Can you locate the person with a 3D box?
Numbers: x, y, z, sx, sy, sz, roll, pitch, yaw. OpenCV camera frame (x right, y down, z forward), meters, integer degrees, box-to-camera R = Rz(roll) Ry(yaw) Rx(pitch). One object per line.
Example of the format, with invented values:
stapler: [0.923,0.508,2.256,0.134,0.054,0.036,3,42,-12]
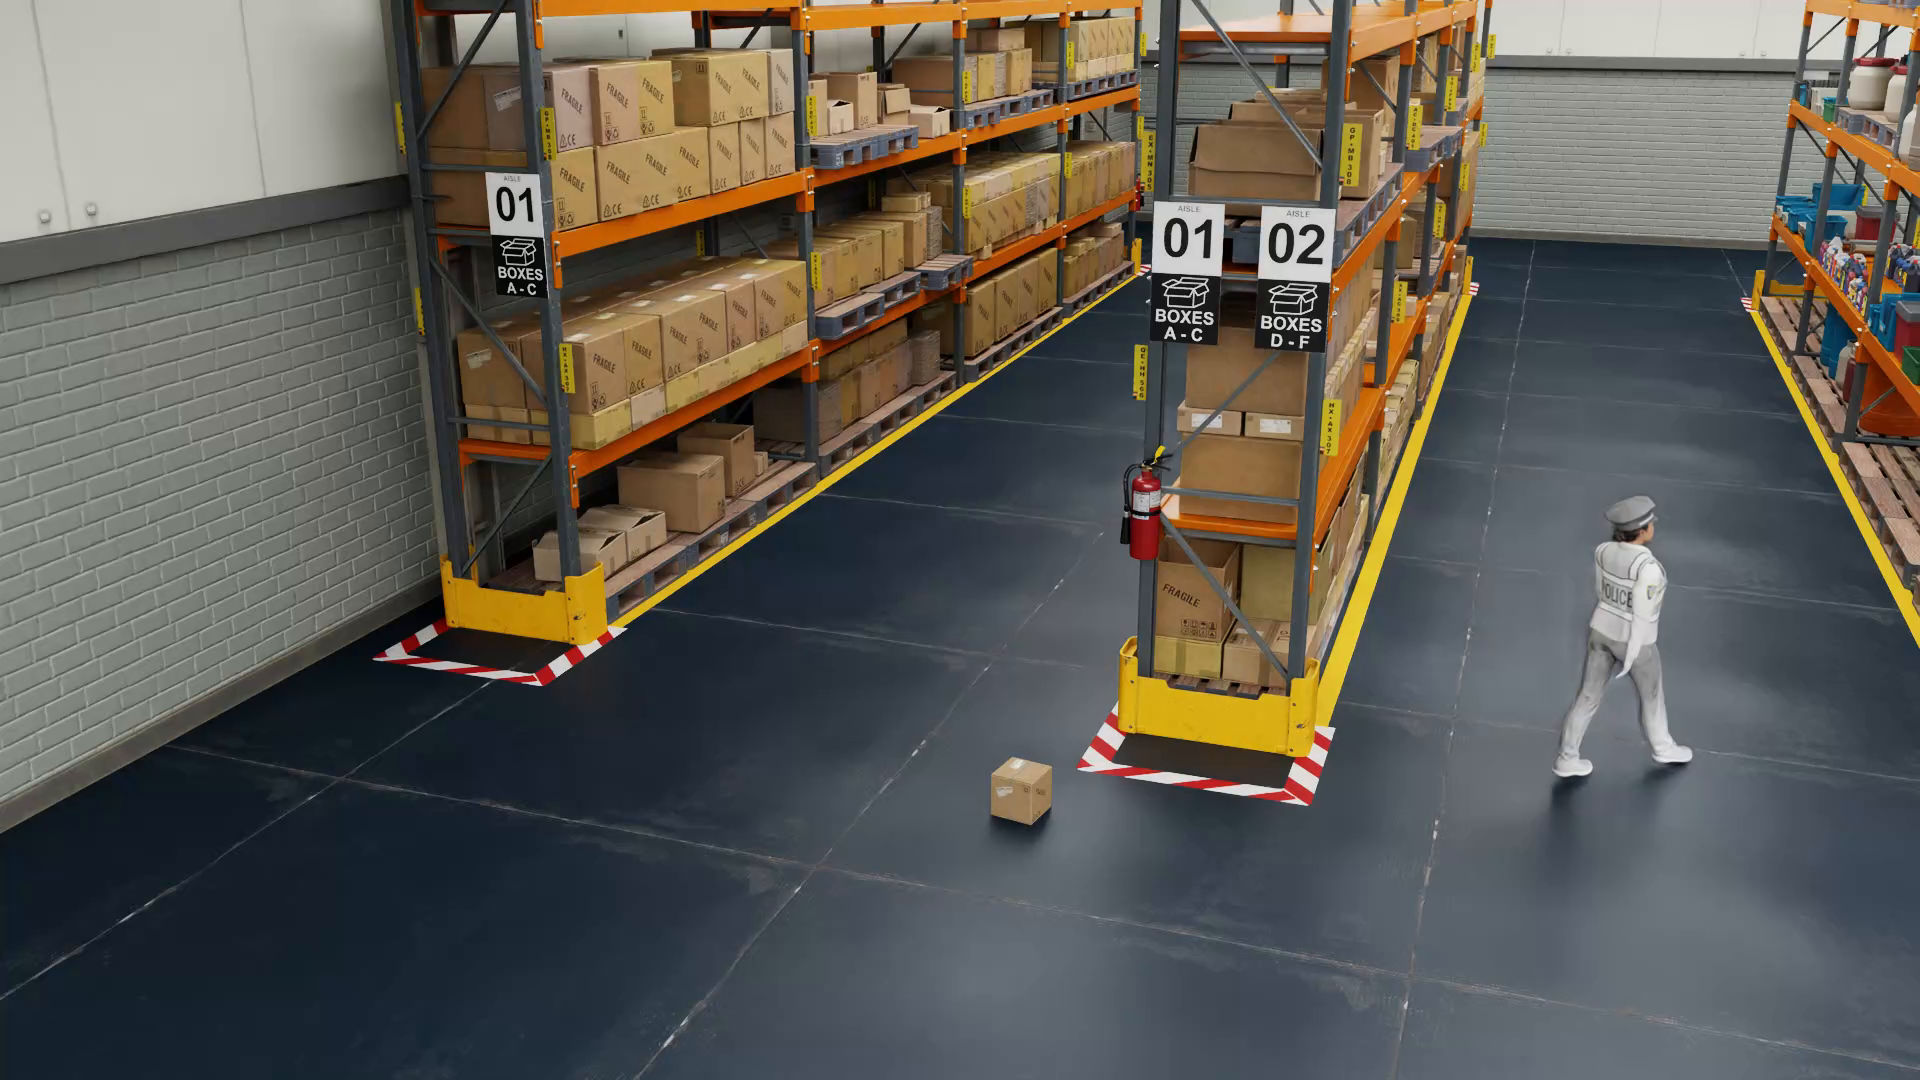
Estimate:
person: [3.819,0.521,9.432,0.933,1.642,0.489,-10,21,-26]
